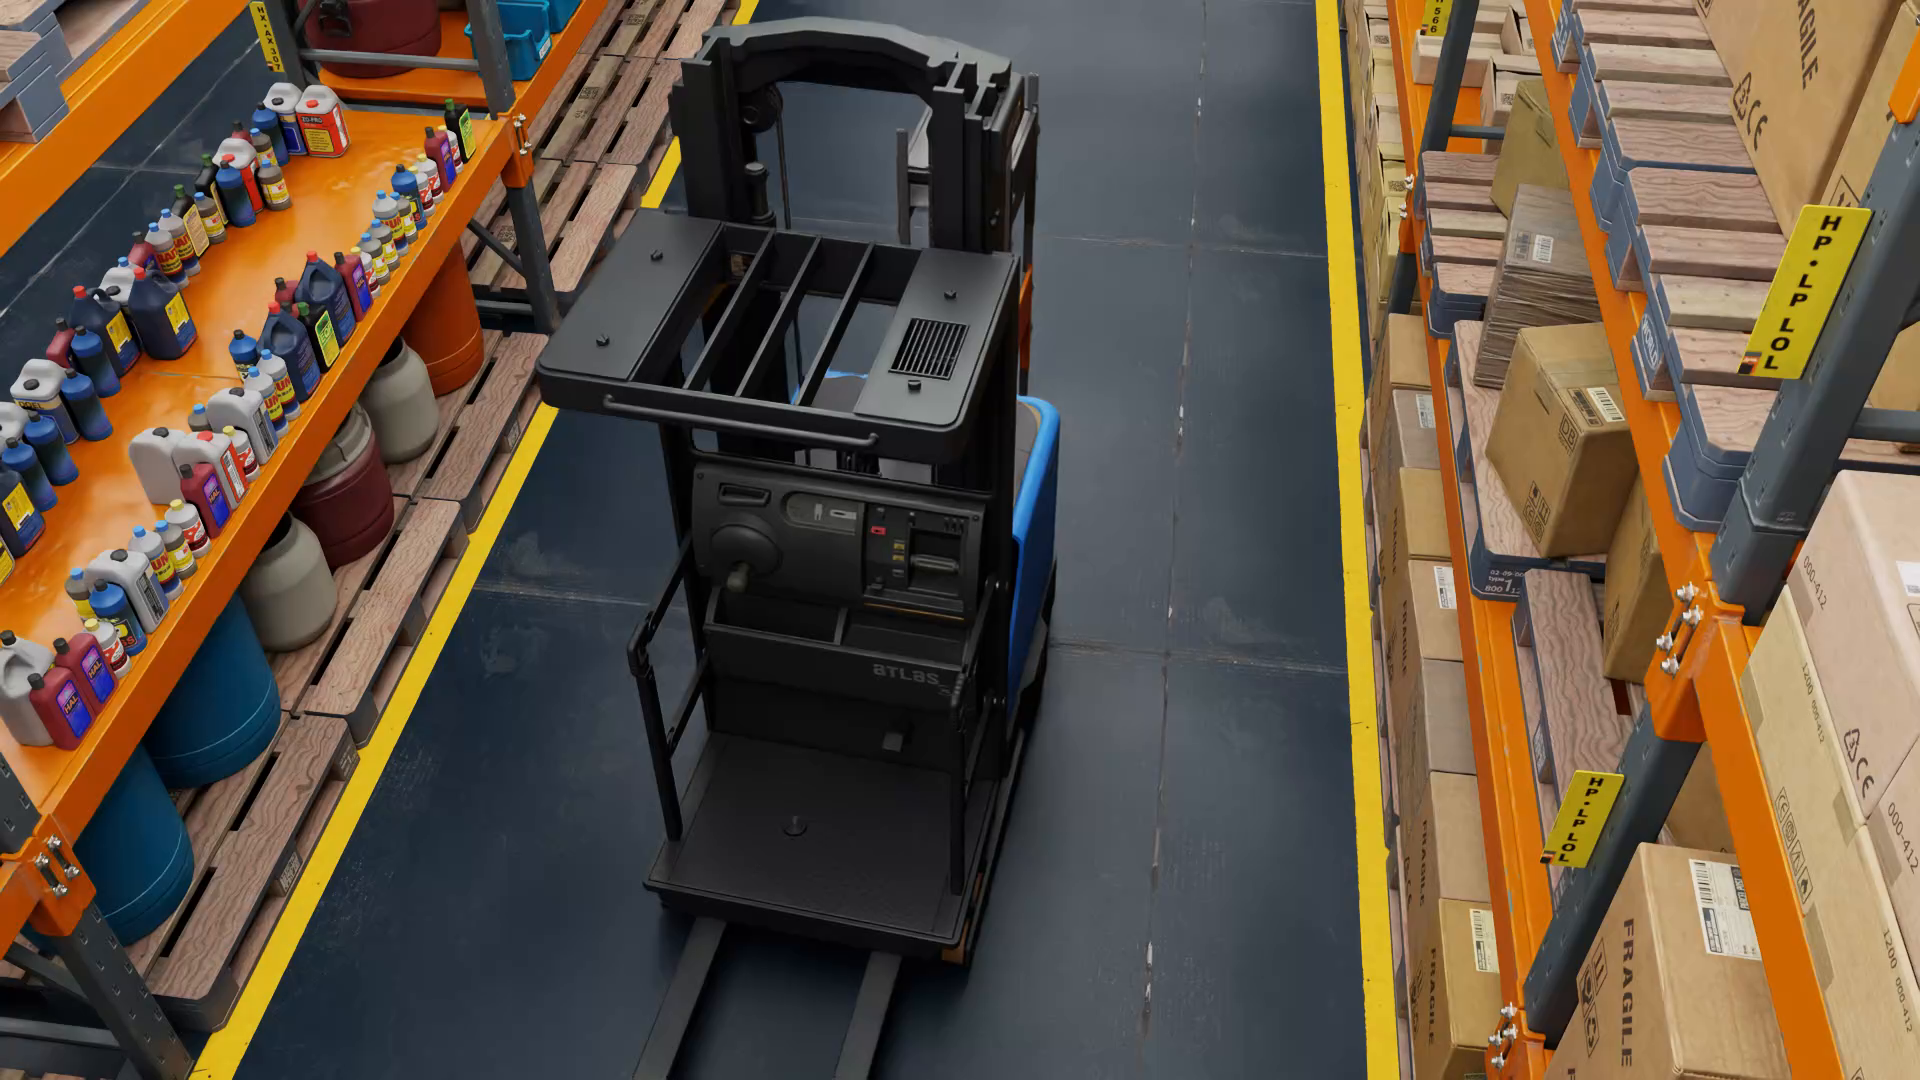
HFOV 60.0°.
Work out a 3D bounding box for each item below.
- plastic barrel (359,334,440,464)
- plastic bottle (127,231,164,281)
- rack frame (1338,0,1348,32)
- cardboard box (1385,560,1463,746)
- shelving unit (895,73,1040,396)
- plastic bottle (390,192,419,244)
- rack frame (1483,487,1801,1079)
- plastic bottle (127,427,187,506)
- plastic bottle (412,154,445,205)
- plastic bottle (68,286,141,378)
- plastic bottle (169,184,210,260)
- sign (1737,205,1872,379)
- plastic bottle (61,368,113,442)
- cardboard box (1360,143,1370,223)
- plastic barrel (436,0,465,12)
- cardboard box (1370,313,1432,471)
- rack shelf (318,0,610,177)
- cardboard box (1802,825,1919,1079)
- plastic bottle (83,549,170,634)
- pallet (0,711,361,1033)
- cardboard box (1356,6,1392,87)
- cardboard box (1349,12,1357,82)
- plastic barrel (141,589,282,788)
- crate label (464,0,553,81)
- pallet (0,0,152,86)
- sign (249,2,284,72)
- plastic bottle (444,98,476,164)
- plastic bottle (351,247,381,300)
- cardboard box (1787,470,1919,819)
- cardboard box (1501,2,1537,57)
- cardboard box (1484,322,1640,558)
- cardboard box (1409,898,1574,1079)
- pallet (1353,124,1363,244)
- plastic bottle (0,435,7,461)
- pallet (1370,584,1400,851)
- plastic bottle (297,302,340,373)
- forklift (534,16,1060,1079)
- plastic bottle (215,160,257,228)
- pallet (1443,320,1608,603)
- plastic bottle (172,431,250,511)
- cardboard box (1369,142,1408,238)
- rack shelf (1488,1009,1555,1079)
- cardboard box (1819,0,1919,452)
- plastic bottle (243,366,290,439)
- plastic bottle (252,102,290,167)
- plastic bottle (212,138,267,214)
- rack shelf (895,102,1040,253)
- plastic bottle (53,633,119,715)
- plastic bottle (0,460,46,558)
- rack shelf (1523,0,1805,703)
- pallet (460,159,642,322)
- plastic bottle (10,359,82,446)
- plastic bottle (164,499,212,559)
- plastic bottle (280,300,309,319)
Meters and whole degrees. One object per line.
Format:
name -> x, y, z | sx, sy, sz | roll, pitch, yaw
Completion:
plastic barrel -> -2.518, -0.623, 7.253 | 0.421, 0.512, 0.421 | 0, 43, 0
plastic bottle -> -3.060, -1.011, 6.243 | 0.061, 0.283, 0.133 | 5, 44, 6
rack frame -> 2.954, -4.376, 9.712 | 1.000, 3.000, 0.127 | 5, 44, 6
cardboard box -> 1.883, 0.438, 6.126 | 0.500, 0.500, 0.500 | 4, 44, 4
shelving unit -> 0.033, -0.778, 6.567 | 0.431, 2.100, 0.503 | 9, 44, 9
plastic bottle -> -2.218, -1.282, 6.589 | 0.097, 0.201, 0.097 | 0, 43, 0
rack frame -> 1.896, 1.077, 3.953 | 1.000, 3.000, 0.127 | 5, 44, 6
plastic bottle -> -2.603, -0.257, 5.452 | 0.152, 0.276, 0.135 | 5, 44, 6
plastic bottle -> -2.179, -1.481, 6.800 | 0.097, 0.201, 0.097 | 0, 43, 0
plastic bottle -> -3.070, -0.765, 5.934 | 0.144, 0.351, 0.185 | 5, 44, 6
plastic bottle -> -3.017, -1.235, 6.479 | 0.061, 0.283, 0.133 | 5, 44, 6
sign -> 1.345, -0.391, 2.660 | 0.100, 0.325, 0.005 | 5, 44, 6
plastic bottle -> -2.992, -0.471, 5.682 | 0.097, 0.271, 0.097 | 0, 43, 0
cardboard box -> 2.387, -1.878, 8.769 | 0.500, 0.250, 0.500 | 6, 44, 6
plastic barrel -> -2.560, -2.863, 8.033 | 0.421, 0.512, 0.421 | 0, 43, 0
cardboard box -> 2.081, -0.617, 7.241 | 0.500, 0.500, 0.500 | 7, 44, 7
rack shelf -> -2.220, -3.204, 8.998 | 1.077, 0.370, 4.000 | 5, 44, 6
cardboard box -> 1.516, 0.691, 2.288 | 0.500, 0.250, 0.500 | 5, 44, 6
plastic bottle -> -2.526, 0.139, 5.034 | 0.152, 0.276, 0.135 | 5, 44, 6
pallet -> -2.870, 1.114, 5.942 | 1.003, 0.211, 1.213 | 5, 44, 6
cardboard box -> 2.514, -2.781, 9.314 | 0.500, 0.311, 0.500 | 4, 44, 4
cardboard box -> 2.586, -2.929, 9.878 | 0.500, 0.250, 0.500 | 6, 44, 7
plastic barrel -> -2.831, 0.382, 5.908 | 0.600, 0.901, 0.708 | 5, 44, 6
crate label -> -2.057, -2.294, 7.636 | 0.303, 0.233, 0.416 | 5, 44, 6
pallet -> -2.860, -1.713, 4.855 | 1.003, 0.211, 1.213 | 5, 44, 6
sign -> -3.031, -2.207, 7.302 | 0.100, 0.325, 0.005 | 5, 44, 6
plastic bottle -> -2.115, -1.745, 7.019 | 0.061, 0.283, 0.133 | 5, 44, 6
plastic bottle -> -2.269, -1.017, 6.309 | 0.097, 0.201, 0.097 | 0, 43, 0
cardboard box -> 1.586, 0.169, 2.476 | 0.500, 0.250, 0.500 | 5, 44, 6
cardboard box -> 2.735, -2.209, 7.488 | 0.500, 0.311, 0.500 | 5, 44, 5
cardboard box -> 2.068, -0.322, 5.052 | 0.700, 0.500, 0.500 | -5, 44, -5
cardboard box -> 1.677, 1.462, 5.044 | 0.500, 0.500, 0.500 | 5, 44, 5
pallet -> 2.736, -2.023, 9.256 | 1.003, 0.211, 1.213 | 5, 44, 6
plastic bottle -> -3.167, -0.222, 5.415 | 0.152, 0.276, 0.135 | 5, 44, 6
pallet -> 2.125, 0.698, 6.382 | 1.003, 0.211, 1.213 | 5, 44, 6
plastic bottle -> -2.308, -0.750, 5.967 | 0.061, 0.283, 0.133 | 5, 44, 6
forklift -> -0.432, 0.102, 5.032 | 1.130, 2.935, 3.031 | 9, 44, 9
plastic bottle -> -2.905, -1.393, 6.655 | 0.097, 0.271, 0.097 | 0, 43, 0
pallet -> 2.172, -0.254, 5.498 | 1.003, 0.211, 1.213 | 5, 44, 6
plastic bottle -> -2.452, -0.243, 5.437 | 0.152, 0.276, 0.135 | 5, 44, 6
cardboard box -> 2.312, -1.741, 8.216 | 0.500, 0.311, 0.500 | 5, 44, 5
rack shelf -> 1.632, 2.701, 2.761 | 1.077, 0.370, 4.000 | 5, 44, 6
cardboard box -> 2.036, -0.574, 3.064 | 0.600, 0.600, 0.600 | 1, 43, 2
plastic bottle -> -2.379, -0.476, 5.687 | 0.097, 0.271, 0.097 | 0, 43, 0
plastic bottle -> -2.905, -1.713, 6.994 | 0.097, 0.271, 0.097 | 0, 43, 0
plastic bottle -> -2.923, -1.476, 6.740 | 0.152, 0.276, 0.135 | 5, 44, 6
rack shelf -> 0.033, -1.277, 6.095 | 0.431, 0.518, 0.480 | 9, 44, 9
plastic bottle -> -2.524, 0.364, 4.791 | 0.061, 0.283, 0.133 | 5, 44, 6
plastic bottle -> -3.049, -0.127, 5.261 | 0.144, 0.351, 0.185 | 5, 44, 6
rack shelf -> 2.161, -1.114, 4.609 | 1.077, 0.370, 4.000 | 5, 44, 6
pallet -> -2.344, -1.614, 8.823 | 1.003, 0.211, 1.213 | 5, 44, 6
plastic bottle -> -3.118, -0.472, 5.679 | 0.152, 0.276, 0.135 | 5, 44, 6
plastic bottle -> -2.458, -0.043, 5.281 | 0.097, 0.201, 0.097 | 0, 43, 0
plastic bottle -> -2.369, -0.755, 5.973 | 0.061, 0.283, 0.133 | 5, 44, 6
